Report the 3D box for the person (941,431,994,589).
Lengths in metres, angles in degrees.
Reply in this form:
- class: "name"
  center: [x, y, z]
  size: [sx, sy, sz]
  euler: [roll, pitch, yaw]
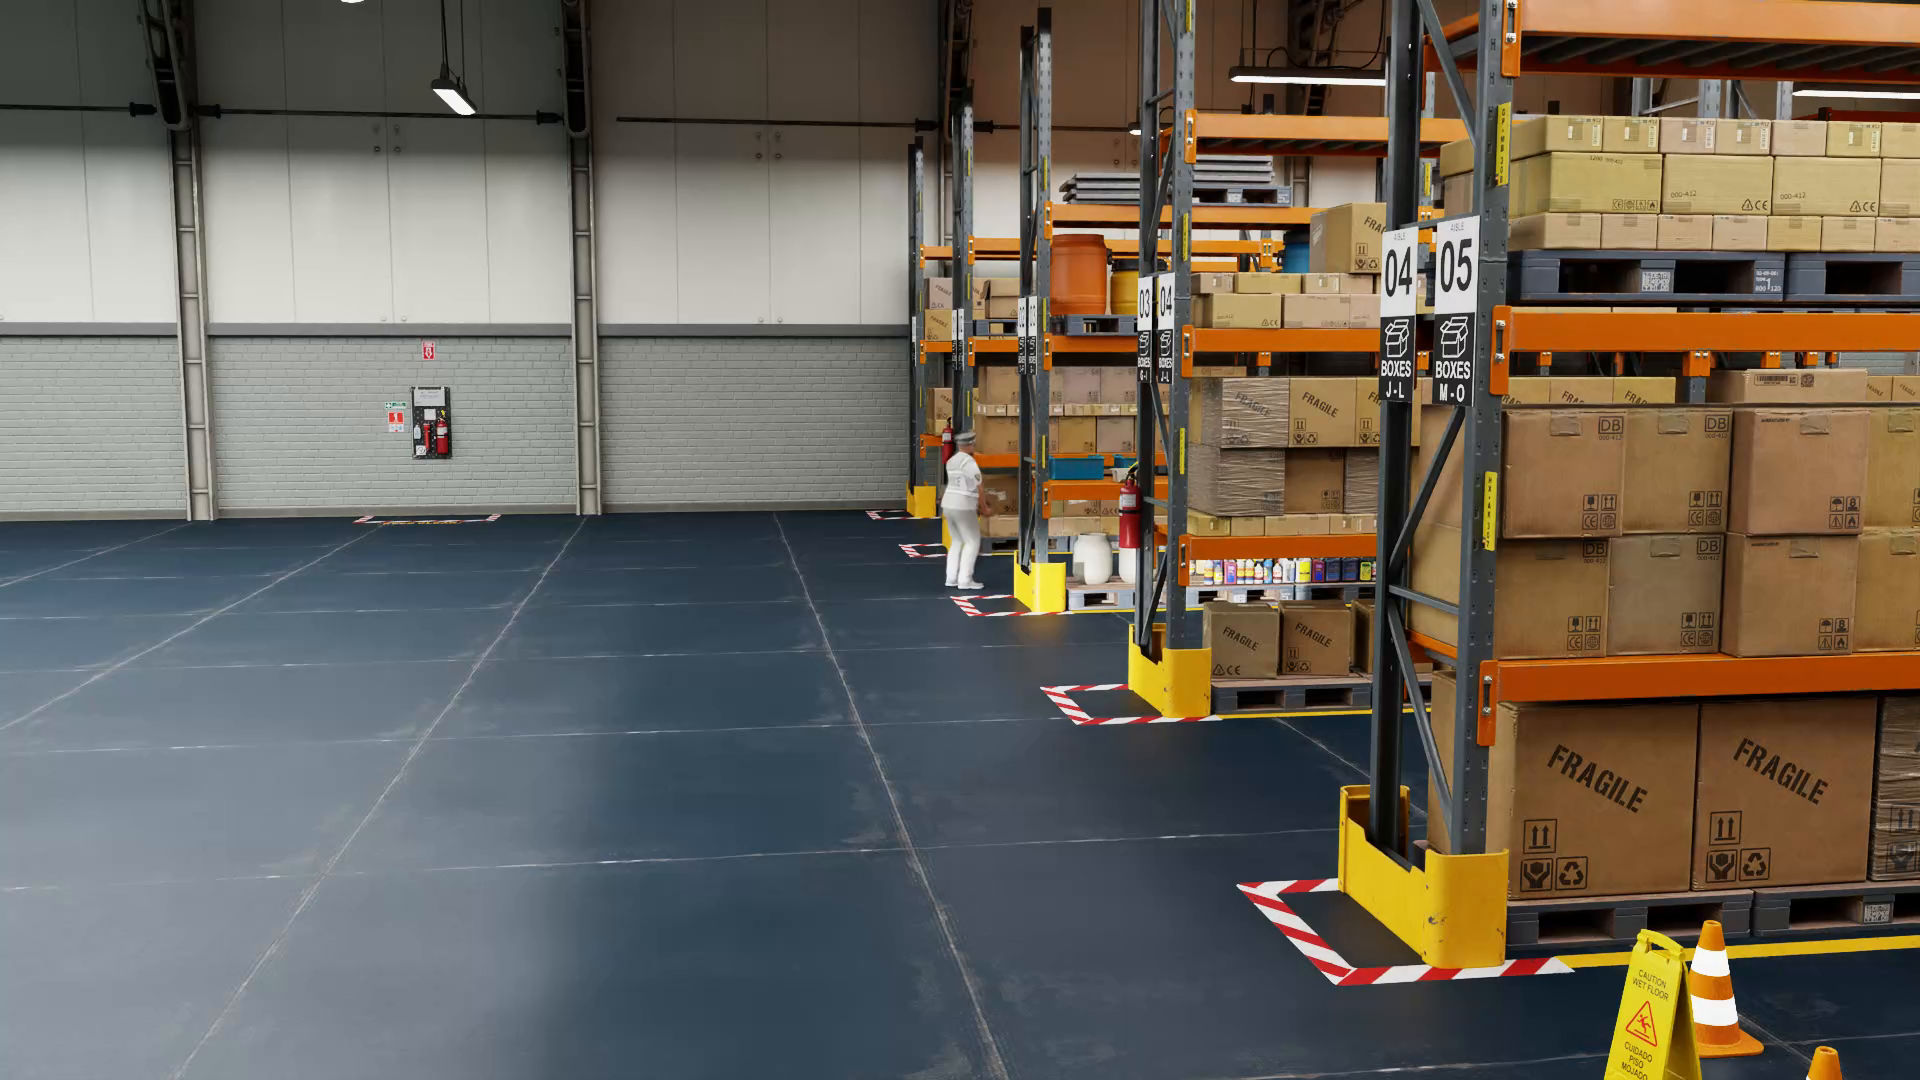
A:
- class: "person"
  center: [0.072, -0.337, 18.704]
  size: [0.560, 1.753, 0.489]
  euler: [-4, 8, -32]
